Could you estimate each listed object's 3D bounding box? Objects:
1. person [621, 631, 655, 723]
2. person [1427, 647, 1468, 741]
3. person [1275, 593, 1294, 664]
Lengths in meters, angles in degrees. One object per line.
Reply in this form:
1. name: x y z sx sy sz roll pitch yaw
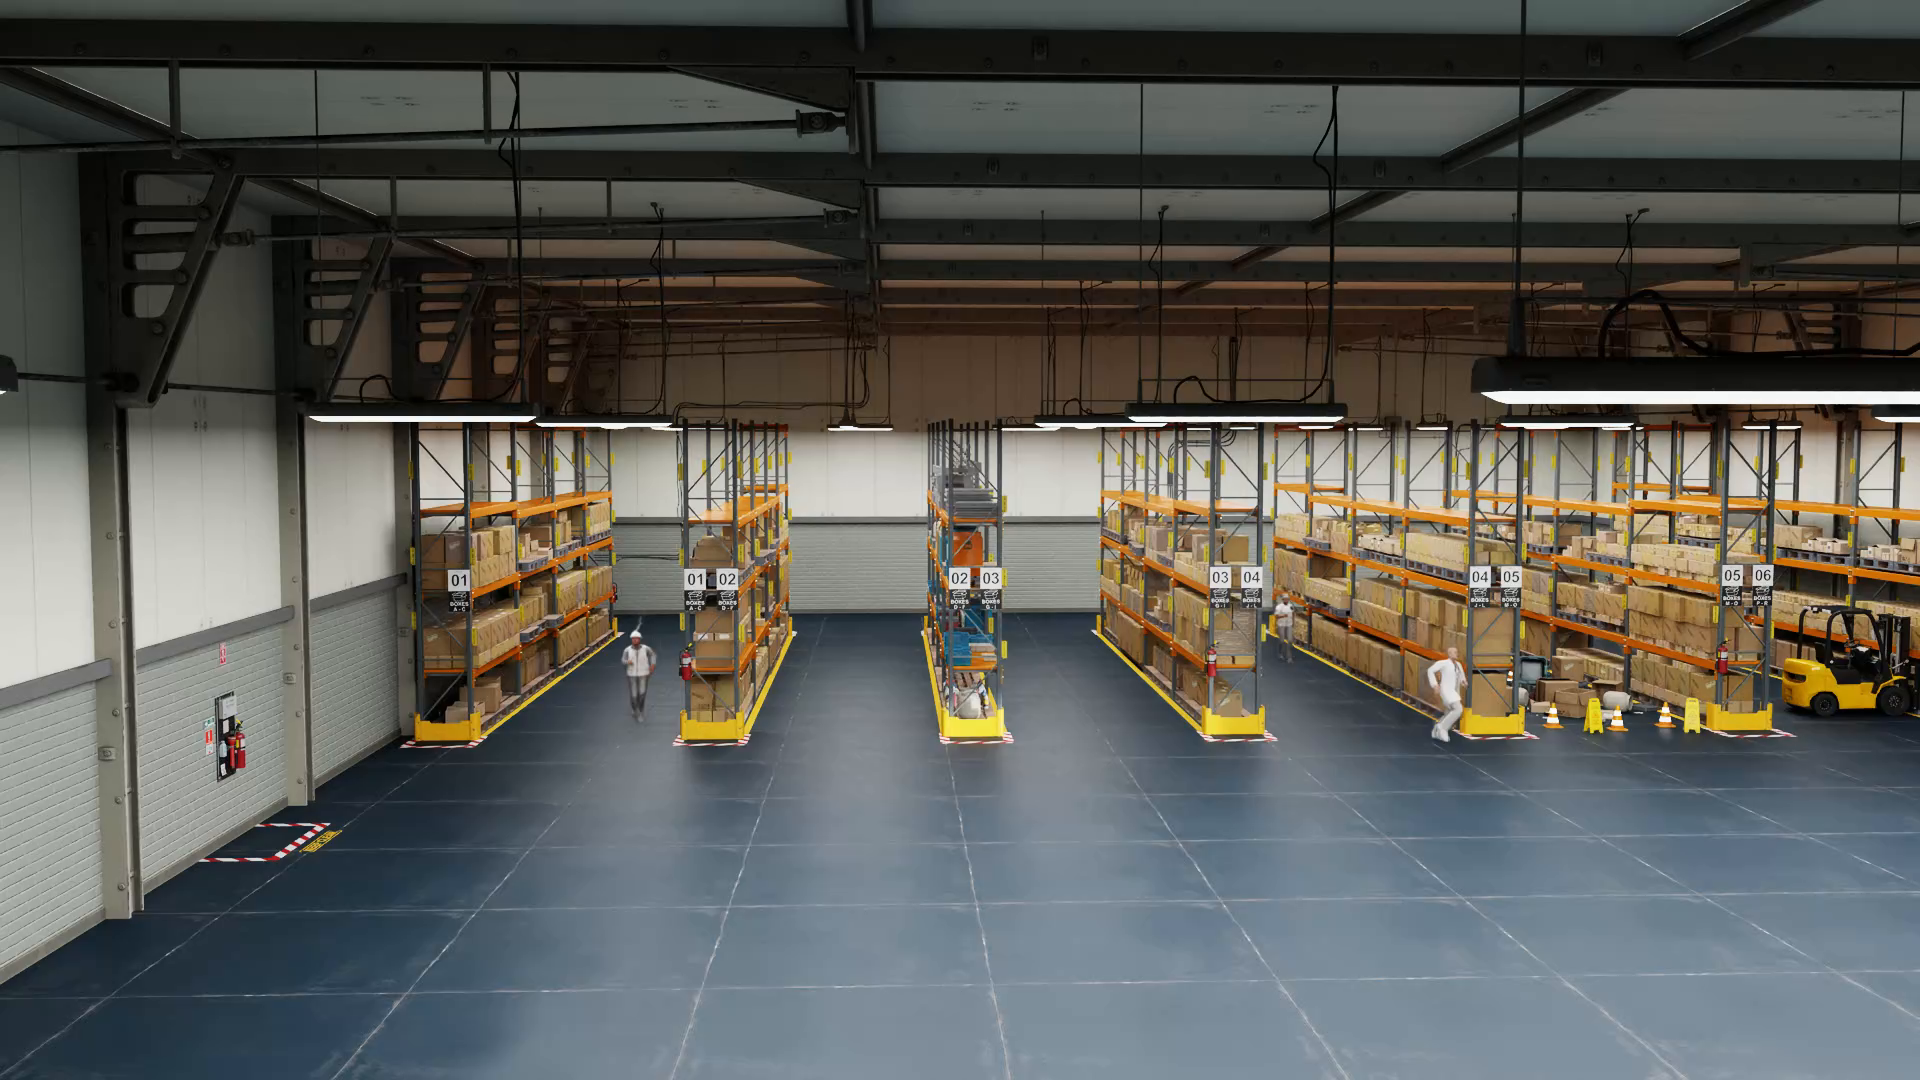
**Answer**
1. person: -6.440 2.727 33.245 0.661 1.809 0.822 0 4 -5
2. person: 9.145 2.863 30.986 0.710 1.716 0.658 -3 5 -43
3. person: 8.158 2.195 41.717 0.566 1.741 0.755 0 4 -4
